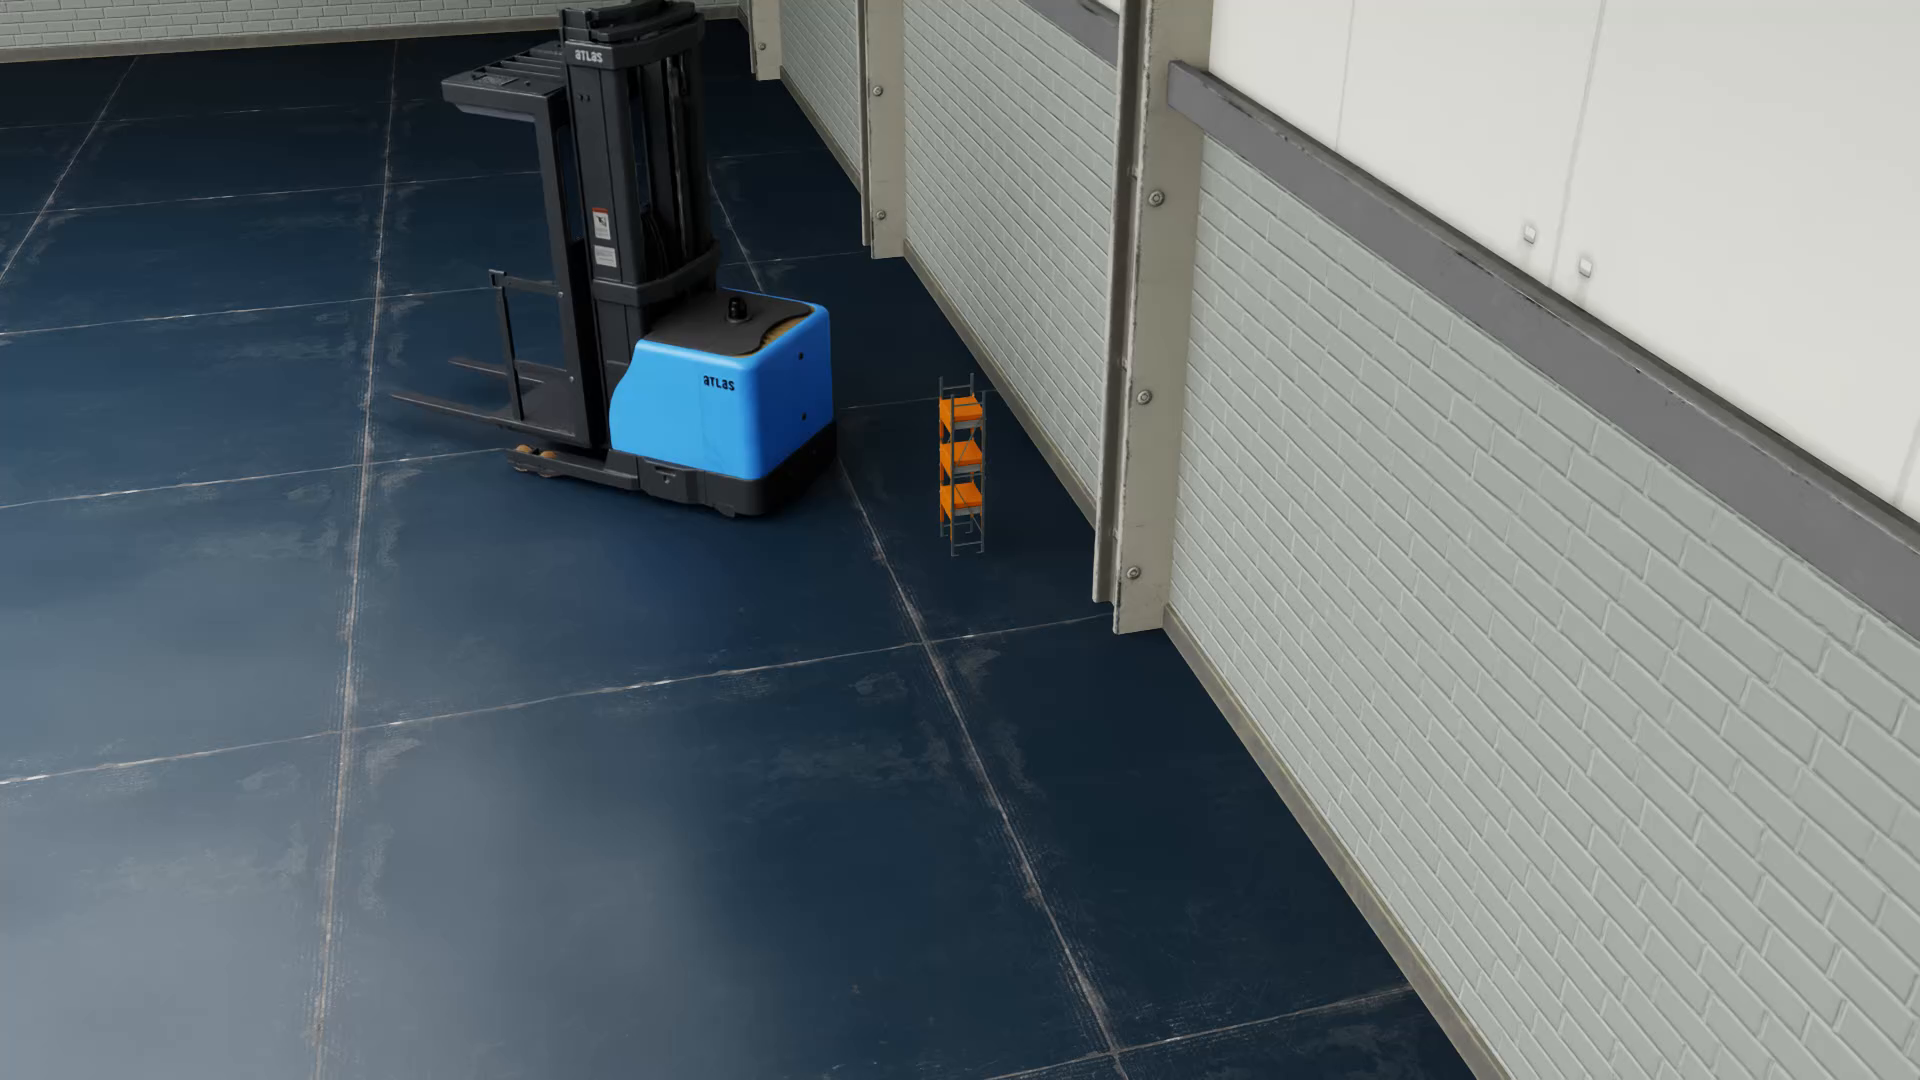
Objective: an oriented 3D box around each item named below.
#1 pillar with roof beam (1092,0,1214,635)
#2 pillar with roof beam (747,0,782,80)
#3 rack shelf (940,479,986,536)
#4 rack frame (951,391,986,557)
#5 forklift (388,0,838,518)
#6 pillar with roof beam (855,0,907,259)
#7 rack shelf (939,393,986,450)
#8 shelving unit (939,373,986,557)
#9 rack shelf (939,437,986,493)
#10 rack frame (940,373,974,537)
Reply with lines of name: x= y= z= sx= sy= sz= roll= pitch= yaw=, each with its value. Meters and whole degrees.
pillar with roof beam: x=-3.203 y=-2.921 z=6.045 sx=9.100 sy=9.000 sz=0.400 roll=-8 pitch=31 yaw=-13
pillar with roof beam: x=-6.388 y=-8.717 z=16.059 sx=9.100 sy=9.000 sz=0.400 roll=-8 pitch=31 yaw=-13
rack shelf: x=0.014 y=-0.179 z=9.818 sx=0.215 sy=0.259 sz=0.240 roll=-8 pitch=31 yaw=-13
rack frame: x=0.047 y=-0.370 z=9.572 sx=0.200 sy=1.050 sz=0.008 roll=-8 pitch=31 yaw=-13
forklift: x=-2.358 y=-1.894 z=10.327 sx=3.031 sy=2.935 sz=1.130 roll=13 pitch=33 yaw=21
pillar with roof beam: x=-4.795 y=-5.819 z=11.052 sx=9.100 sy=9.000 sz=0.400 roll=-8 pitch=31 yaw=-13
rack shelf: x=0.014 y=-0.665 z=9.537 sx=0.215 sy=0.259 sz=0.240 roll=-8 pitch=31 yaw=-13
shelving unit: x=0.014 y=-0.429 z=9.673 sx=0.215 sy=1.050 sz=0.252 roll=-8 pitch=31 yaw=-13
rack shelf: x=0.014 y=-0.419 z=9.679 sx=0.215 sy=0.259 sz=0.240 roll=-8 pitch=31 yaw=-13
rack frame: x=-0.018 y=-0.487 z=9.775 sx=0.200 sy=1.050 sz=0.008 roll=-8 pitch=31 yaw=-13
